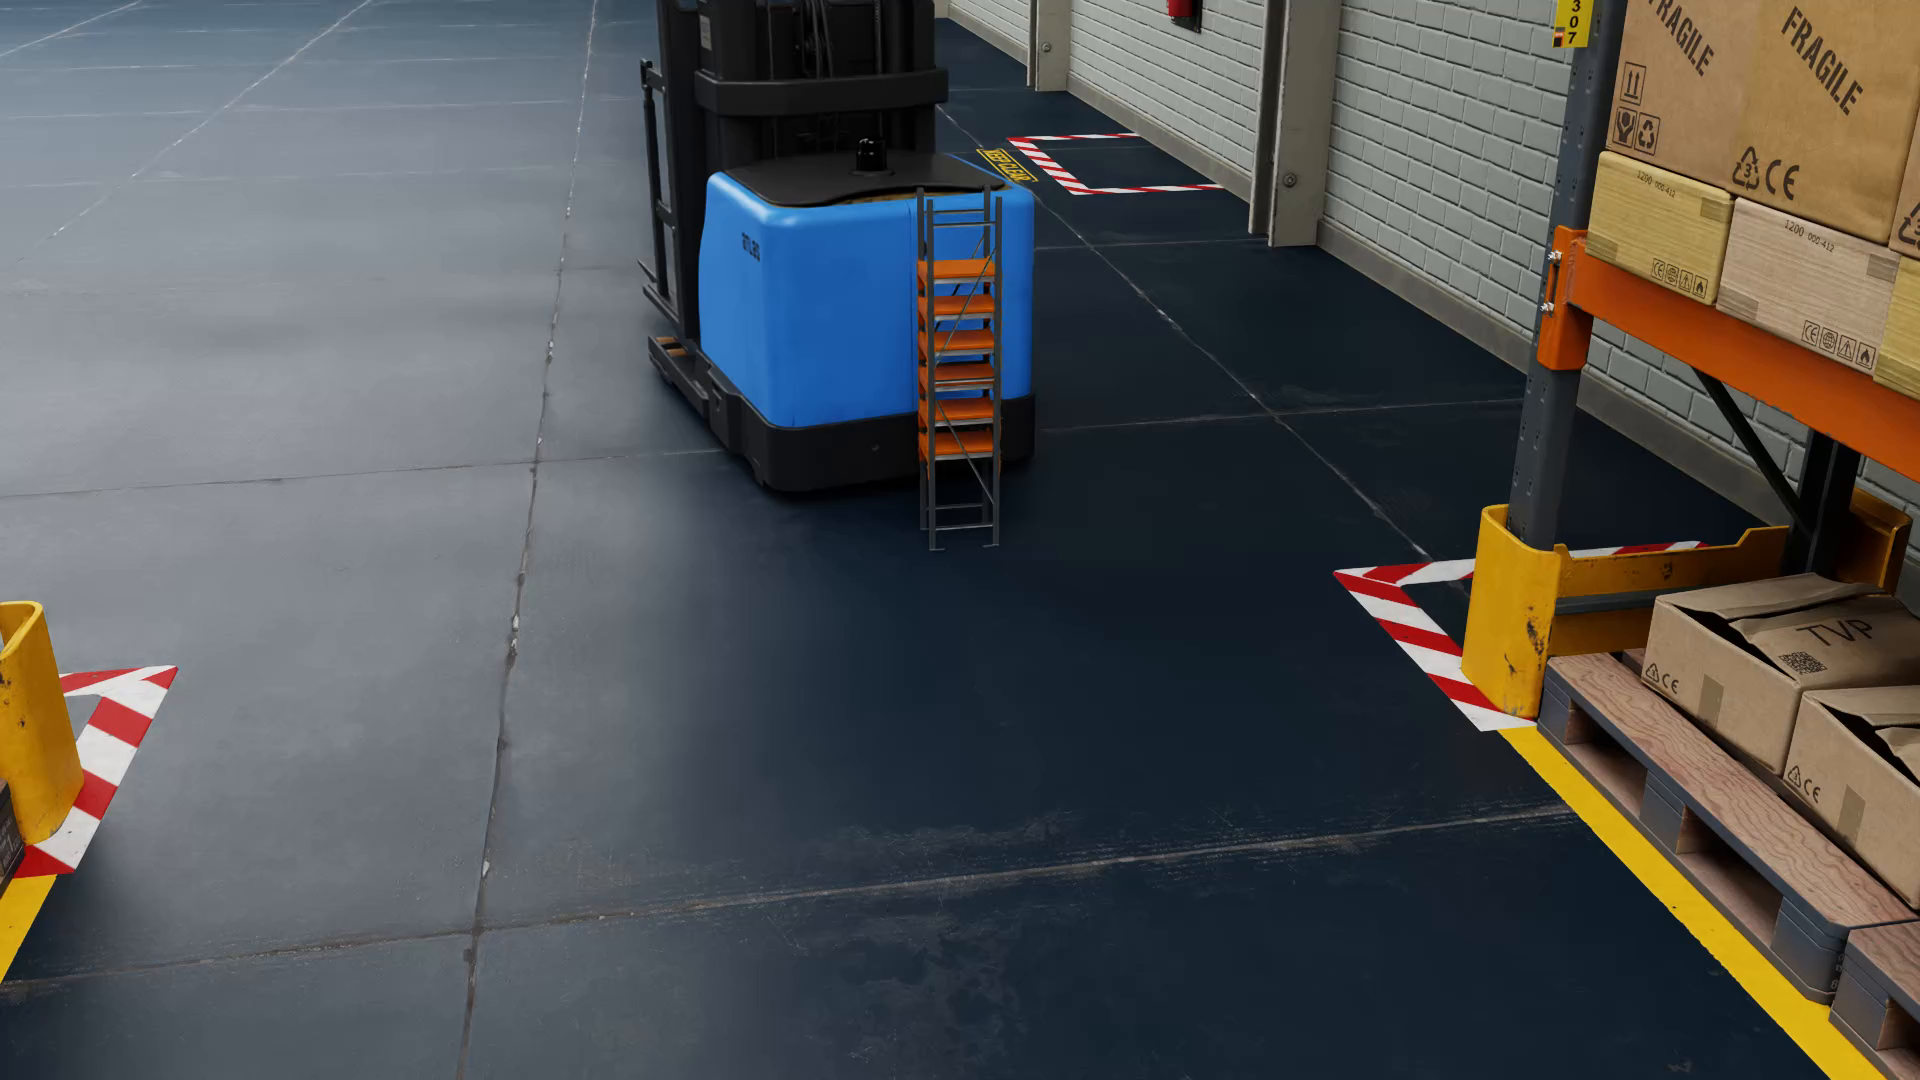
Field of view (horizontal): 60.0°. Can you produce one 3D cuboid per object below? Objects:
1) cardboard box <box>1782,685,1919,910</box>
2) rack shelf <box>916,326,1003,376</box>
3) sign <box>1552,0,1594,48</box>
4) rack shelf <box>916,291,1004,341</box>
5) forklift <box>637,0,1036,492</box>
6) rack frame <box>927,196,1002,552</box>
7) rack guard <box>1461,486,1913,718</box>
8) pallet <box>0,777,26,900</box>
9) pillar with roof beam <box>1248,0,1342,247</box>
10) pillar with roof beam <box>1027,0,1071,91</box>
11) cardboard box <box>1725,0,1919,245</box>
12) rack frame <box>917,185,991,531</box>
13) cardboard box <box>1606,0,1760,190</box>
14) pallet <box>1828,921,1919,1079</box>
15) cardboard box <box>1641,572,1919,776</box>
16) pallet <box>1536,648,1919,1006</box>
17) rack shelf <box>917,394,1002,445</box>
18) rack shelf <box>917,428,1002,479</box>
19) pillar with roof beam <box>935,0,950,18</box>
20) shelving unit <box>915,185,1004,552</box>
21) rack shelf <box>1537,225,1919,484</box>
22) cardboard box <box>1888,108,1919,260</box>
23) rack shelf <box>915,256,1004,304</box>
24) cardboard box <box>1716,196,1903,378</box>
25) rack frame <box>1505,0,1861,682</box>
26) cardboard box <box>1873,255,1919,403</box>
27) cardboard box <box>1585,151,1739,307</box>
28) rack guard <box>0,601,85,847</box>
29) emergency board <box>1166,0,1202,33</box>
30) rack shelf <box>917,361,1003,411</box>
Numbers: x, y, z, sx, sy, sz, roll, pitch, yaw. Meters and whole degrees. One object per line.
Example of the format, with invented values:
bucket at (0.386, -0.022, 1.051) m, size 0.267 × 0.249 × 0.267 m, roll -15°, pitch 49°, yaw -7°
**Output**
cardboard box at (2.195, 0.517, 3.627) m, size 0.500 × 0.311 × 0.500 m, roll -2°, pitch 24°, yaw -5°
rack shelf at (-0.003, -0.625, 5.493) m, size 0.258 × 0.103 × 0.180 m, roll -4°, pitch 24°, yaw -10°
sign at (1.517, -1.373, 4.064) m, size 0.100 × 0.325 × 0.005 m, roll -4°, pitch 24°, yaw -10°
rack shelf at (-0.003, -0.735, 5.445) m, size 0.258 × 0.103 × 0.180 m, roll -4°, pitch 24°, yaw -10°
forklift at (-0.750, -2.076, 6.841) m, size 1.130 × 2.935 × 3.031 m, roll -9°, pitch 25°, yaw -21°
rack frame at (0.014, -0.520, 5.440) m, size 0.240 × 1.200 × 0.006 m, roll -4°, pitch 24°, yaw -10°
rack guard at (2.064, 0.159, 4.761) m, size 1.175 × 0.500 × 0.348 m, roll -4°, pitch 24°, yaw -10°
pallet at (-2.635, 0.927, 3.363) m, size 1.003 × 0.211 × 1.213 m, roll -4°, pitch 24°, yaw -10°
pillar with roof beam at (-2.311, -5.596, 7.319) m, size 9.100 × 9.000 × 0.400 m, roll -4°, pitch 24°, yaw -10°
pillar with roof beam at (-3.420, -7.956, 12.722) m, size 9.100 × 9.000 × 0.400 m, roll -4°, pitch 24°, yaw -10°
cardboard box at (1.924, -0.895, 3.277) m, size 0.500 × 0.500 × 0.500 m, roll -4°, pitch 24°, yaw -10°
rack frame at (-0.020, -0.592, 5.605) m, size 0.240 × 1.200 × 0.006 m, roll -4°, pitch 24°, yaw -10°
cardboard box at (1.843, -1.090, 3.724) m, size 0.500 × 0.500 × 0.500 m, roll -4°, pitch 24°, yaw -10°
pallet at (2.401, 1.093, 2.985) m, size 1.003 × 0.211 × 1.213 m, roll -4°, pitch 24°, yaw -10°
cardboard box at (2.089, 0.293, 4.141) m, size 0.500 × 0.311 × 0.500 m, roll -7°, pitch 25°, yaw -16°
pallet at (2.179, 0.614, 4.081) m, size 1.003 × 0.211 × 1.213 m, roll -4°, pitch 24°, yaw -10°
rack shelf at (-0.003, -0.405, 5.589) m, size 0.258 × 0.103 × 0.180 m, roll -4°, pitch 24°, yaw -10°
rack shelf at (-0.003, -0.295, 5.637) m, size 0.258 × 0.103 × 0.180 m, roll -4°, pitch 24°, yaw -10°
pillar with roof beam at (-4.530, -10.316, 18.126) m, size 9.100 × 9.000 × 0.400 m, roll -4°, pitch 24°, yaw -10°
shelving unit at (-0.003, -0.556, 5.523) m, size 0.258 × 1.200 × 0.189 m, roll -4°, pitch 24°, yaw -10°
rack shelf at (2.420, 0.100, 2.672) m, size 1.077 × 0.370 × 4.000 m, roll -4°, pitch 24°, yaw -10°
cardboard box at (2.014, -0.692, 2.811) m, size 0.500 × 0.500 × 0.500 m, roll -5°, pitch 24°, yaw -11°
rack shelf at (-0.003, -0.845, 5.397) m, size 0.258 × 0.103 × 0.180 m, roll -4°, pitch 24°, yaw -10°
cardboard box at (1.938, -0.538, 3.397) m, size 0.500 × 0.250 × 0.500 m, roll -5°, pitch 24°, yaw -11°
rack frame at (2.050, -1.016, 4.329) m, size 1.000 × 3.000 × 0.127 m, roll -4°, pitch 24°, yaw -10°
cardboard box at (2.026, -0.337, 2.937) m, size 0.500 × 0.250 × 0.500 m, roll -5°, pitch 24°, yaw -11°
cardboard box at (1.828, -0.741, 3.862) m, size 0.500 × 0.250 × 0.500 m, roll -5°, pitch 24°, yaw -11°
rack guard at (-2.822, 0.488, 4.008) m, size 1.175 × 0.500 × 0.348 m, roll -4°, pitch 24°, yaw -10°
emergency board at (1.500, -4.140, 11.481) m, size 0.194 × 1.169 × 0.643 m, roll -4°, pitch 24°, yaw -10°
rack shelf at (-0.003, -0.515, 5.541) m, size 0.258 × 0.103 × 0.180 m, roll -4°, pitch 24°, yaw -10°
